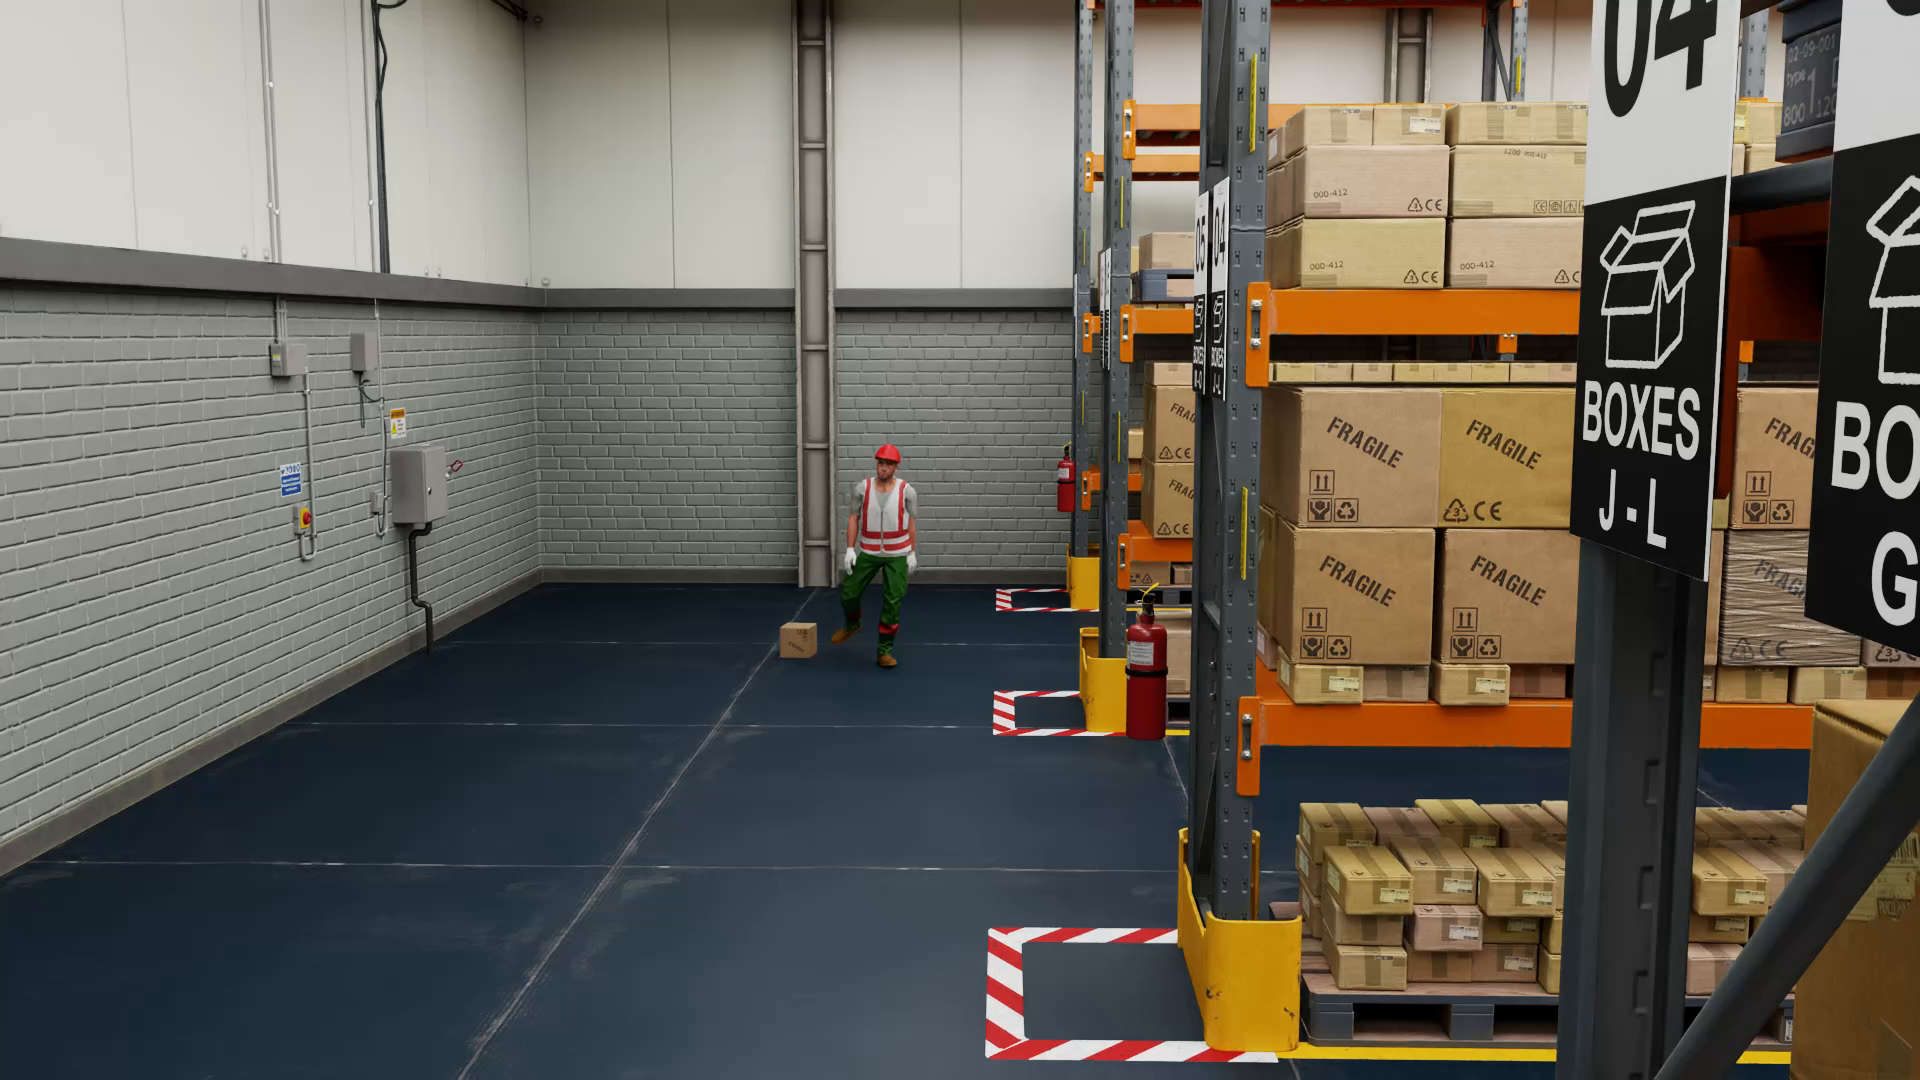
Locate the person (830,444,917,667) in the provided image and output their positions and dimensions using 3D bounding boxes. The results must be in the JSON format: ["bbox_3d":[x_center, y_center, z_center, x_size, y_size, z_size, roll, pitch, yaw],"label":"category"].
[{"bbox_3d":[-0.706,0.106,13.325,0.747,1.774,0.614,0,7,4],"label":"person"}]
